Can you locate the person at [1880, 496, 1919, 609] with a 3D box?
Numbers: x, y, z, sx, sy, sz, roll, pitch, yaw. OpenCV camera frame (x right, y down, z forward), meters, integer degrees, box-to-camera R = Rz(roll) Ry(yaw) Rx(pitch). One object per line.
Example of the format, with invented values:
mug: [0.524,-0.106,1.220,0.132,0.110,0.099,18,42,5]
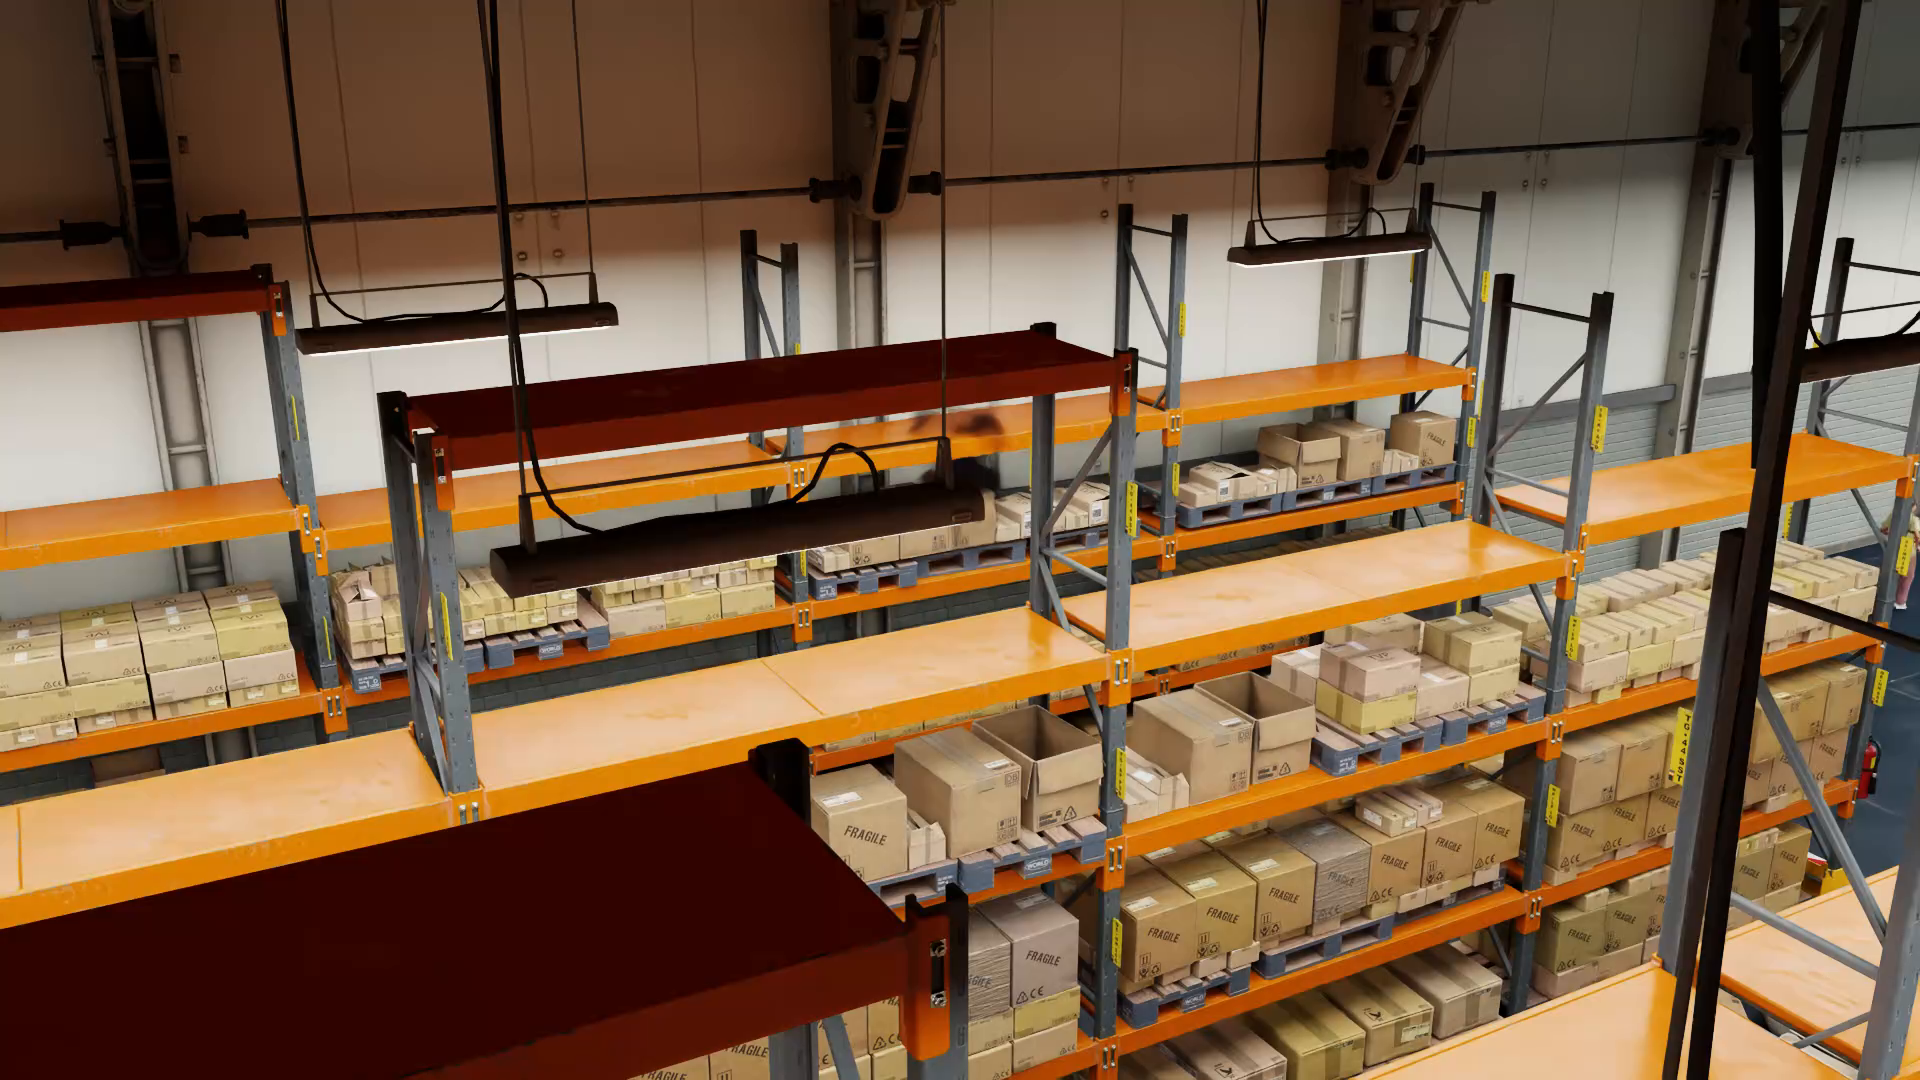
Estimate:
person: [12.601,0.200,22.306,0.879,1.669,0.579,-12,22,-33]
